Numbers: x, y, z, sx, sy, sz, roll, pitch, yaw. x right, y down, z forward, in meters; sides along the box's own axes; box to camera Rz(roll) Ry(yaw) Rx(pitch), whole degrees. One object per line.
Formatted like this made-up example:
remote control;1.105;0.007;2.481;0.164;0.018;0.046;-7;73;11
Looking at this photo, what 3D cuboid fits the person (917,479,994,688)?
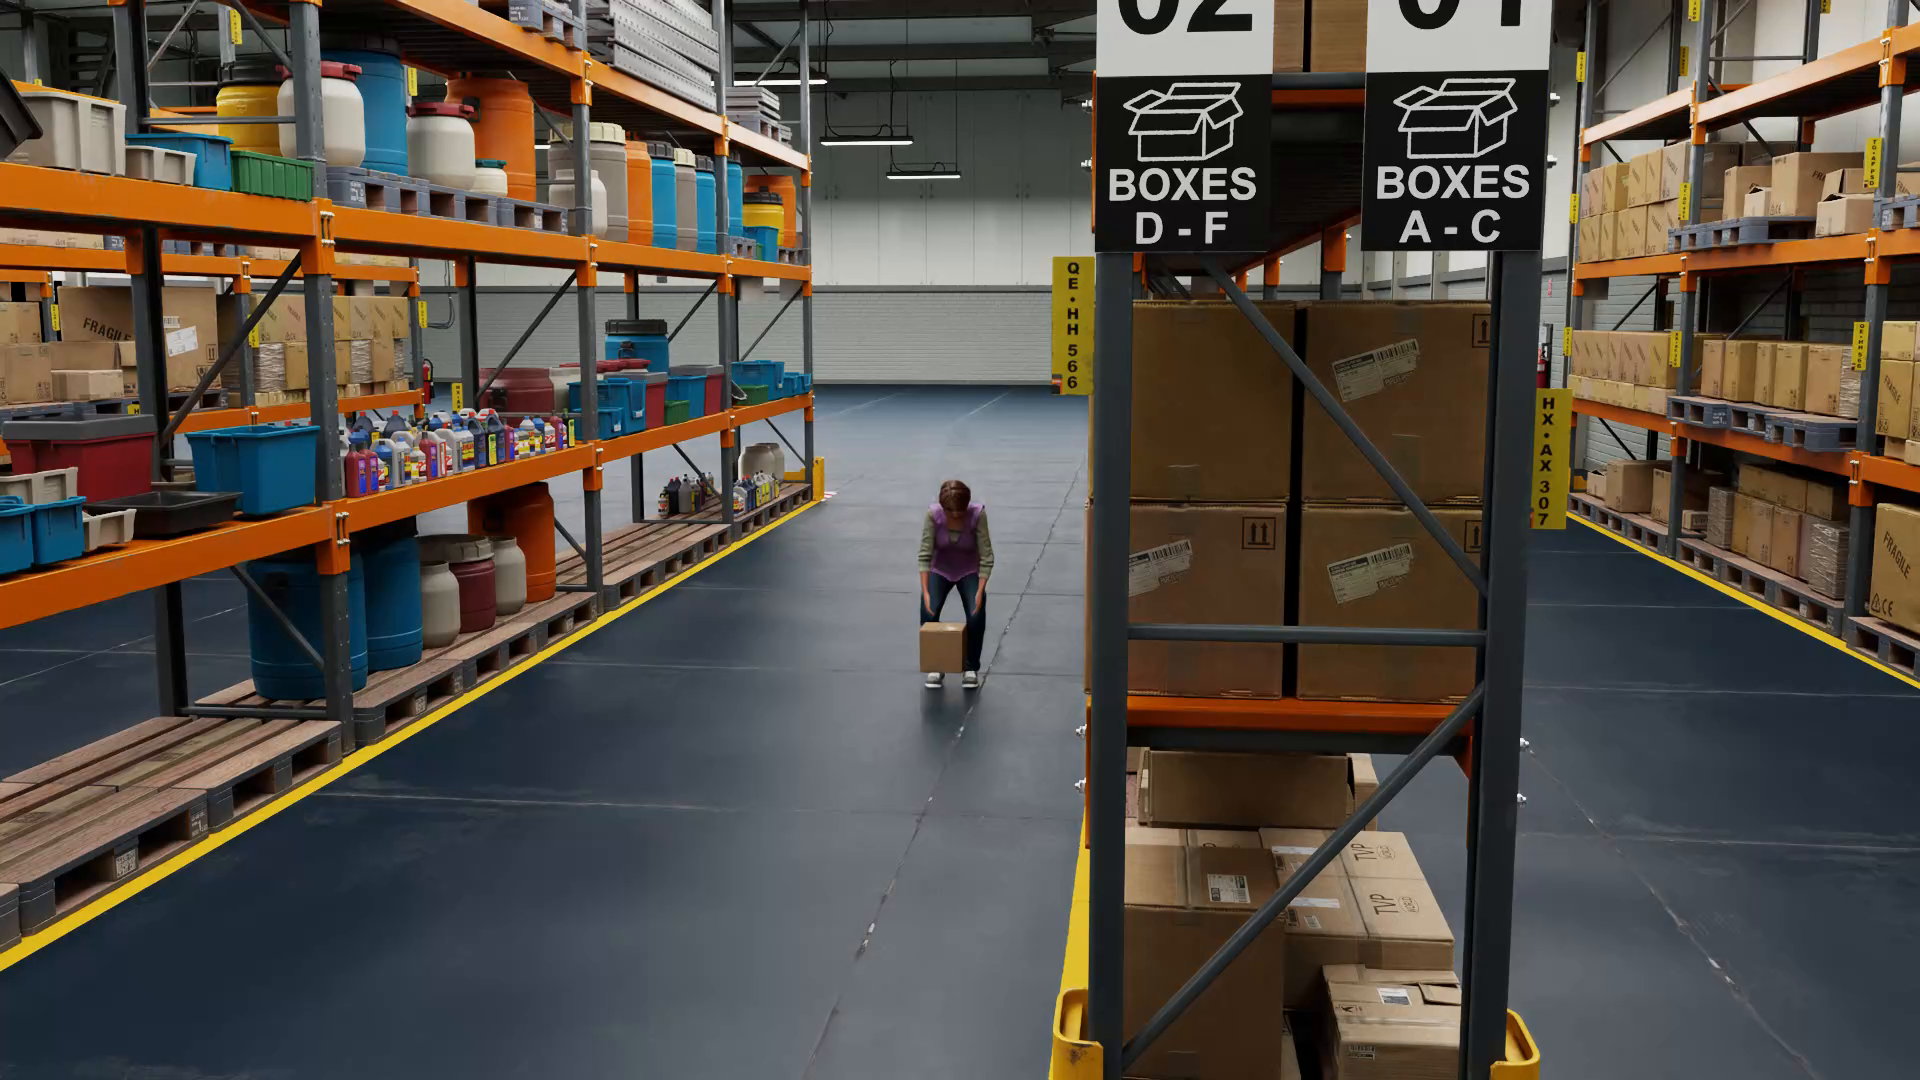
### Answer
person;-0.014;0.257;10.095;0.463;1.299;0.655;1;8;6
